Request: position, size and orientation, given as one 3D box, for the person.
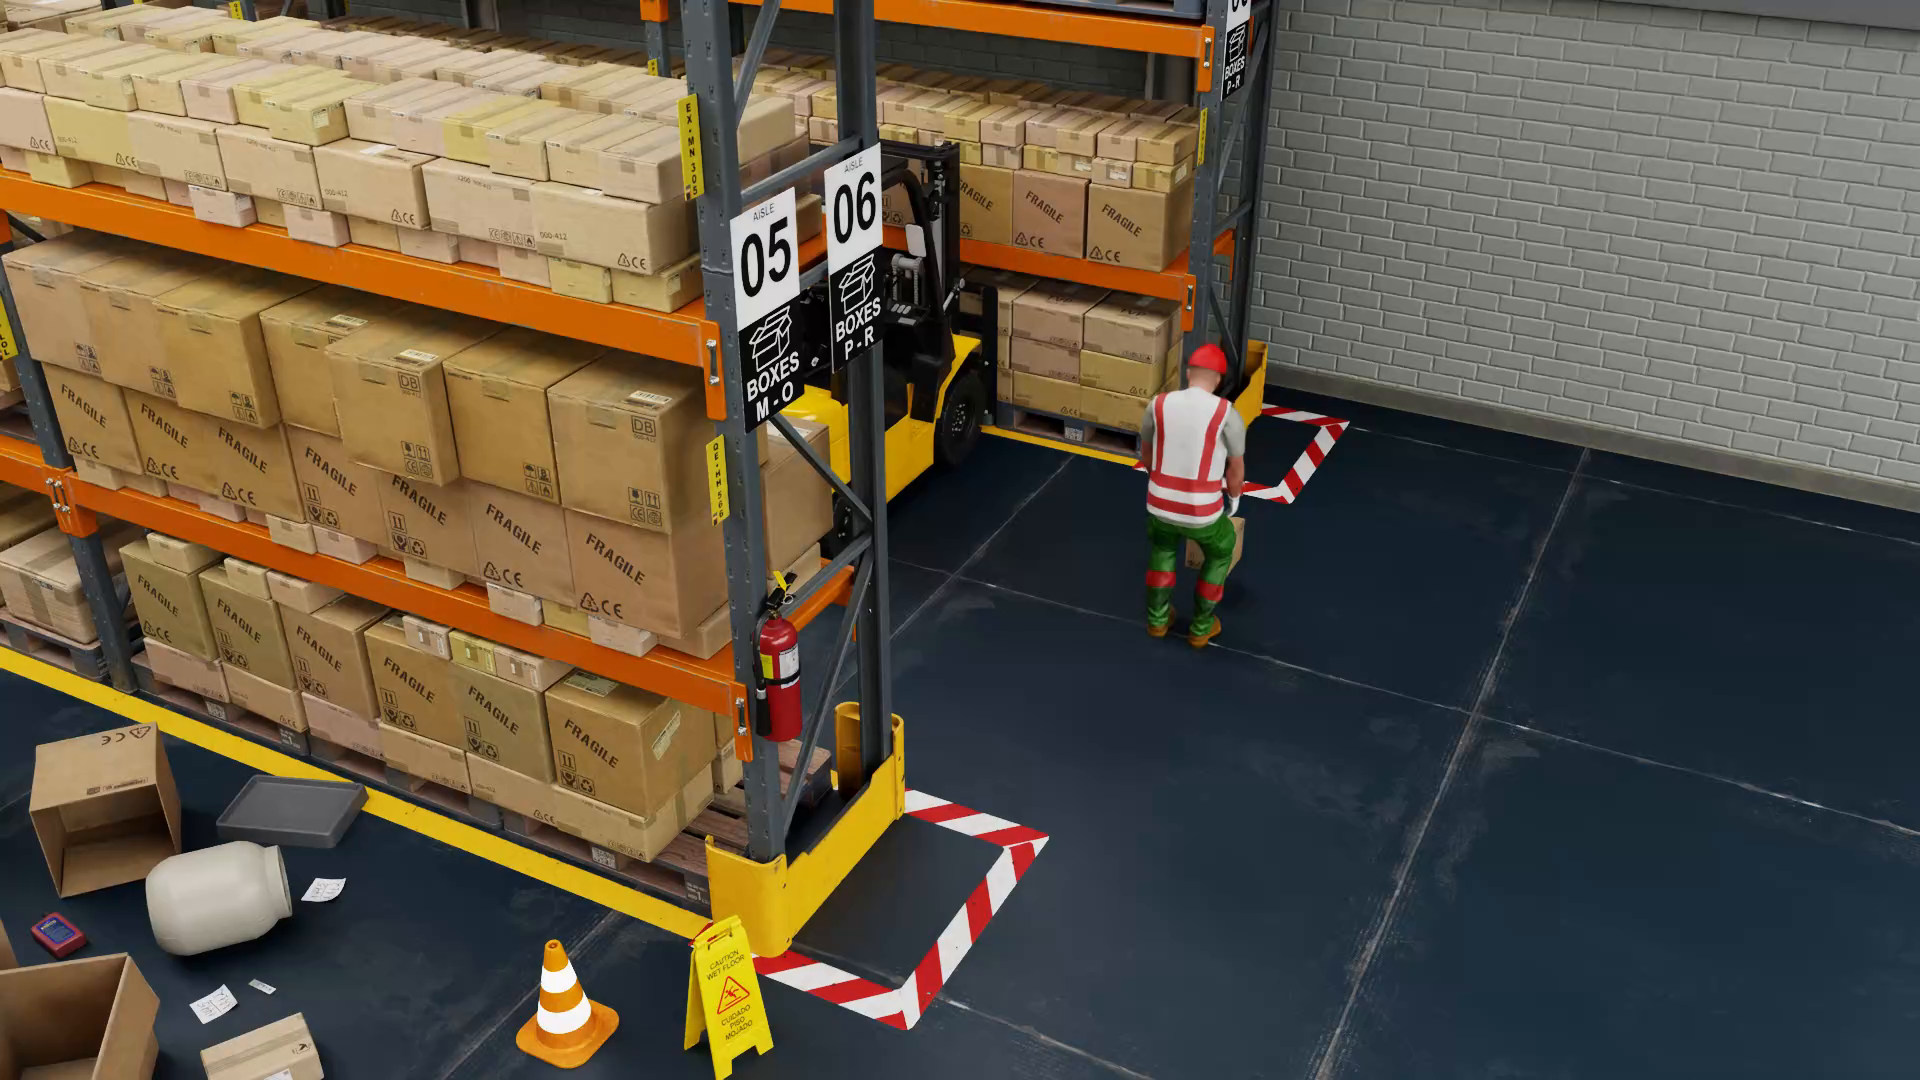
[{"bbox_3d":[1.210,-0.225,8.829,0.568,1.627,0.602,15,33,24],"label":"person"}]
